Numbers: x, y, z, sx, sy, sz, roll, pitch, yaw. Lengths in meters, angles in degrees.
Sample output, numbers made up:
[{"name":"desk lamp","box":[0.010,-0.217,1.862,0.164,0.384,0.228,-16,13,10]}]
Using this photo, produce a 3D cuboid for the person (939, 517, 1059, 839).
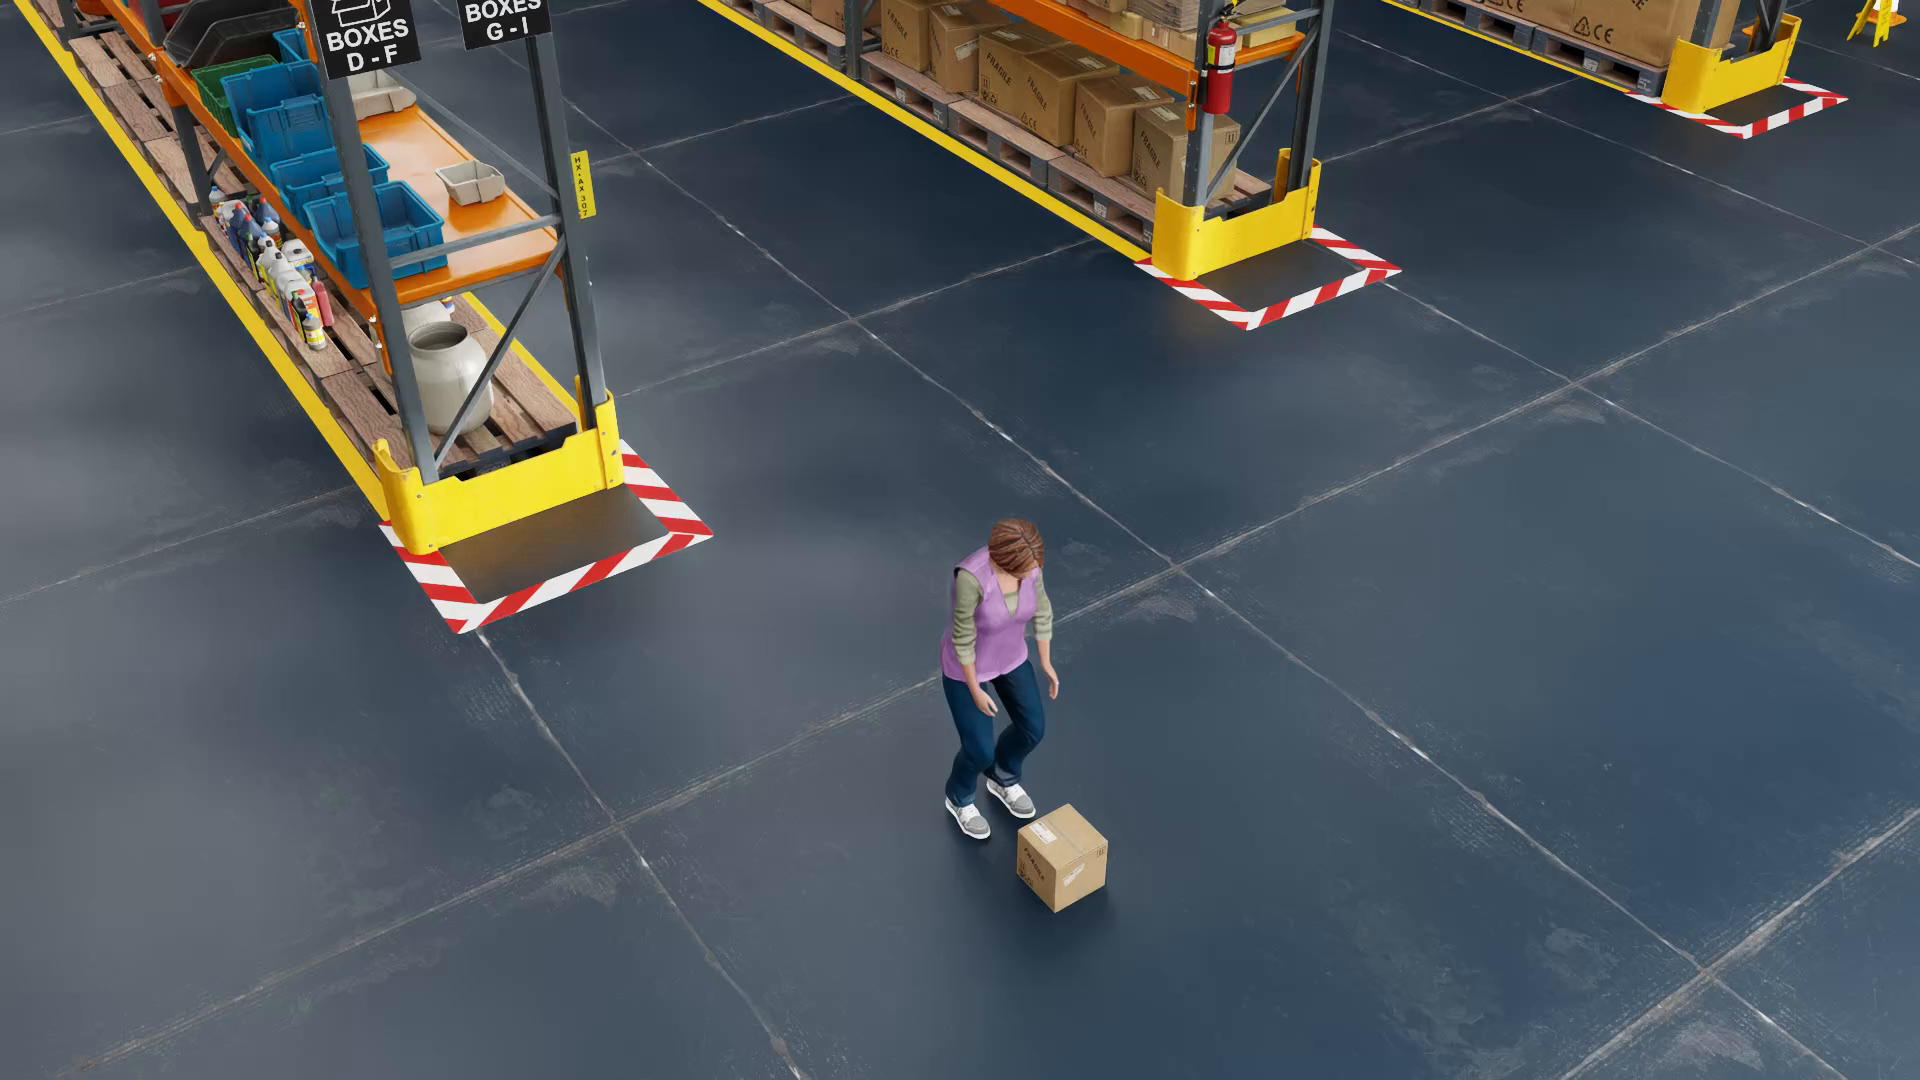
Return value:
[{"name":"person","box":[0.148,0.510,6.424,0.437,1.491,0.437,-22,42,-26]}]
